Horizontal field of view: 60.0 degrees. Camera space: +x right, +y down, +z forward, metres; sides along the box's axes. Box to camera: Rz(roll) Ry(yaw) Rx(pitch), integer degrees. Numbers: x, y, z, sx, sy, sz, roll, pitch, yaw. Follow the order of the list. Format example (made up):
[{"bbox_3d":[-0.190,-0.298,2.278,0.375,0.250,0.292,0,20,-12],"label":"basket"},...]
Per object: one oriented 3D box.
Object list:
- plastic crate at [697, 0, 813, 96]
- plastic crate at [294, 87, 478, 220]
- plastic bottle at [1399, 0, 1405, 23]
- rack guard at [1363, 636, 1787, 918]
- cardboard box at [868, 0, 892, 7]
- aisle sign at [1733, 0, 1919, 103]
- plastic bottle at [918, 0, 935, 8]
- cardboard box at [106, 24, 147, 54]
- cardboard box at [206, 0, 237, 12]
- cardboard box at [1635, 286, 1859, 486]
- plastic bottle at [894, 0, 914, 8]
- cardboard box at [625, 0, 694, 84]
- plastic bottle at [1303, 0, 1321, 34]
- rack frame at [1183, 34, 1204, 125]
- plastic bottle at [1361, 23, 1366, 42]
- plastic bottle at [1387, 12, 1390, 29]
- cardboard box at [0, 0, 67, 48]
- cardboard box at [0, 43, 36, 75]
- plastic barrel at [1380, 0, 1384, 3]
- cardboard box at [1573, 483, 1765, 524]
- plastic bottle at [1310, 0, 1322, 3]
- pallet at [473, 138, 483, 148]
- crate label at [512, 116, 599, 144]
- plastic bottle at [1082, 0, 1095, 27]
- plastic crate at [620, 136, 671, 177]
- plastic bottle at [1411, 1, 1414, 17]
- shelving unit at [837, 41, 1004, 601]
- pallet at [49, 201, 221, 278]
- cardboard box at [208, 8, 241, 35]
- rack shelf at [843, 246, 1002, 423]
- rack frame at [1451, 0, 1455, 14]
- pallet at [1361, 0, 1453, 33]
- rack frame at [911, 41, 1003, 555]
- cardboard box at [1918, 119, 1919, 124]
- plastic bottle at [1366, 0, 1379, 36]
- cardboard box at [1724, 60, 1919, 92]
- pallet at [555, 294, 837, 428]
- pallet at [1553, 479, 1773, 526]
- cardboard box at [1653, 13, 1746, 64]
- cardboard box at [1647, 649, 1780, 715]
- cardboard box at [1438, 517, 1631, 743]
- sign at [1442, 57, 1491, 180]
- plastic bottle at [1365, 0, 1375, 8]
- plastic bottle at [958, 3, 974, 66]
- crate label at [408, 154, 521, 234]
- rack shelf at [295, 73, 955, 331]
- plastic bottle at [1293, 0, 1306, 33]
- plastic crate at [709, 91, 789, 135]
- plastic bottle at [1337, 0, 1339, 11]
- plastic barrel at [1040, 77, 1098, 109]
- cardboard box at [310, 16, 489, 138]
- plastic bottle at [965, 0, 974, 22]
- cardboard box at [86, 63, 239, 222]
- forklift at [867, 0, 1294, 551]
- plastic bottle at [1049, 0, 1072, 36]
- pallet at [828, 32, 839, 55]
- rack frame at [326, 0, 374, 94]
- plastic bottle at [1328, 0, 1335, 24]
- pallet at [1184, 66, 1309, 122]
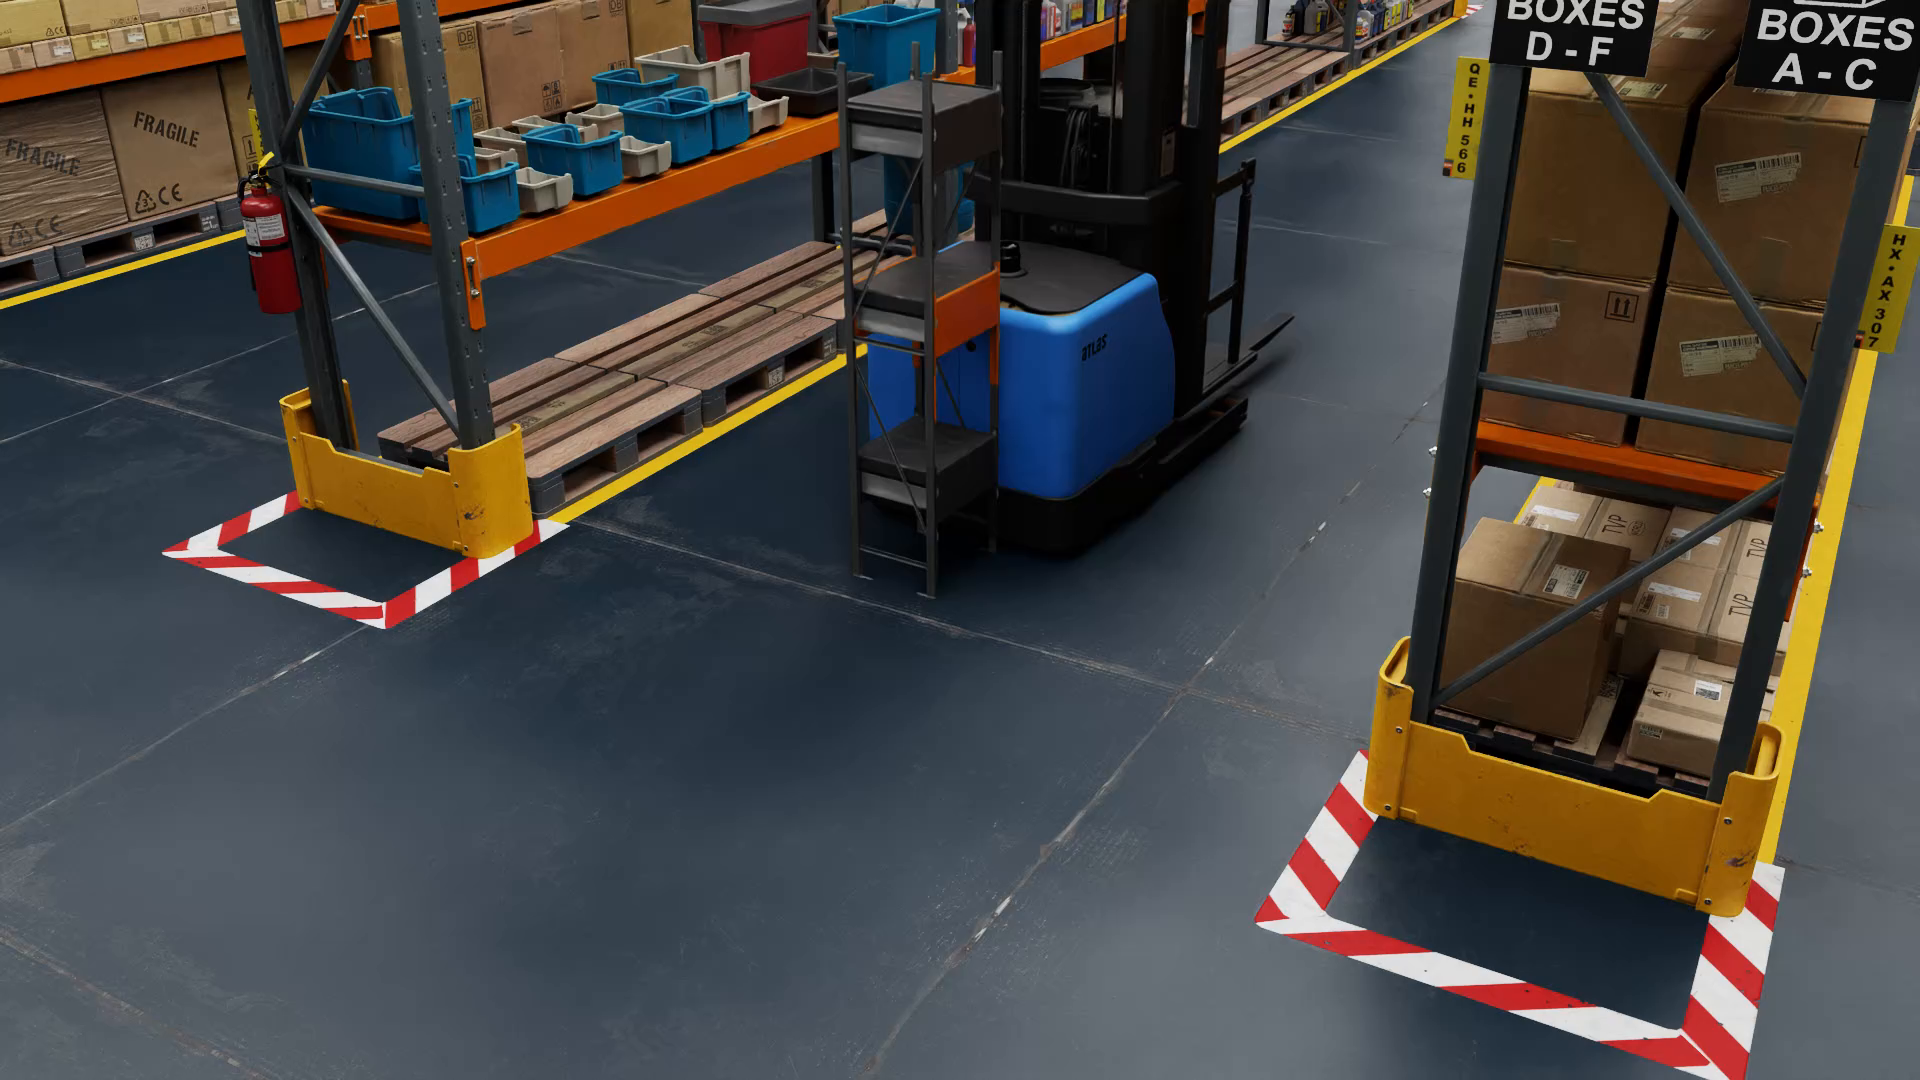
[{"bbox_3d":[-1.134,-2.778,9.310,0.402,0.464,0.583,14,30,26],"label":"plastic crate"},{"bbox_3d":[-2.442,-1.670,7.130,0.616,0.435,0.499,14,30,26],"label":"plastic crate"},{"bbox_3d":[4.689,-5.712,17.861,0.152,0.276,0.135,13,30,25],"label":"plastic bottle"},{"bbox_3d":[1.904,0.724,5.245,1.175,0.500,0.348,14,30,26],"label":"rack guard"},{"bbox_3d":[-1.174,-6.068,18.322,0.700,0.500,0.500,12,29,22],"label":"cardboard box"},{"bbox_3d":[2.089,-1.435,3.862,0.394,0.787,0.004,14,30,26],"label":"aisle sign"},{"bbox_3d":[-0.184,-3.392,10.729,0.144,0.351,0.185,14,30,26],"label":"plastic bottle"},{"bbox_3d":[-5.412,-3.203,10.577,0.380,0.149,0.250,15,30,27],"label":"cardboard box"},{"bbox_3d":[-5.030,-3.740,11.205,0.500,0.250,0.500,15,30,28],"label":"cardboard box"},{"bbox_3d":[2.314,-0.524,4.833,0.500,0.500,0.500,15,30,27],"label":"cardboard box"},{"bbox_3d":[-0.384,-3.327,10.683,0.152,0.276,0.135,14,30,26],"label":"plastic bottle"},{"bbox_3d":[-3.179,-4.638,15.069,1.225,0.875,0.875,13,29,24],"label":"cardboard box"},{"bbox_3d":[3.650,-5.428,17.210,0.144,0.351,0.185,14,30,26],"label":"plastic bottle"},{"bbox_3d":[1.491,-4.574,13.036,1.000,3.000,0.127,14,30,26],"label":"rack frame"},{"bbox_3d":[4.047,-5.145,16.813,0.097,0.201,0.097,0,27,0],"label":"plastic bottle"},{"bbox_3d":[4.470,-5.480,17.481,0.097,0.201,0.097,0,27,0],"label":"plastic bottle"},{"bbox_3d":[-5.785,-3.140,10.006,0.500,0.250,0.500,13,29,24],"label":"cardboard box"},{"bbox_3d":[-5.791,-2.901,9.975,0.380,0.149,0.250,14,30,25],"label":"cardboard box"},{"bbox_3d":[4.923,-6.298,18.791,0.421,0.512,0.421,0,27,0],"label":"plastic barrel"},{"bbox_3d":[2.914,-0.270,6.736,0.797,0.503,0.637,14,30,26],"label":"cardboard box"},{"bbox_3d":[3.778,-5.660,17.674,0.144,0.351,0.185,14,30,26],"label":"plastic bottle"},{"bbox_3d":[-4.475,-3.176,13.359,1.003,0.211,1.213,14,30,26],"label":"pallet"},{"bbox_3d":[-1.930,-1.946,8.015,0.396,0.136,0.243,14,30,26],"label":"crate label"},{"bbox_3d":[0.830,-3.678,11.302,0.144,0.351,0.185,14,30,26],"label":"plastic bottle"},{"bbox_3d":[-1.473,-1.760,7.642,0.250,0.136,0.298,14,30,26],"label":"plastic crate"},{"bbox_3d":[4.905,-5.825,18.170,0.097,0.201,0.097,0,27,0],"label":"plastic bottle"},{"bbox_3d":[-0.143,-0.833,6.568,0.431,2.100,0.503,15,30,28],"label":"shelving unit"},{"bbox_3d":[-5.830,-2.102,11.214,1.003,0.211,1.213,14,30,26],"label":"pallet"},{"bbox_3d":[-5.033,-3.502,11.175,0.380,0.149,0.250,15,30,27],"label":"cardboard box"},{"bbox_3d":[-0.143,-0.821,6.574,0.431,0.518,0.480,15,30,28],"label":"rack shelf"},{"bbox_3d":[5.427,-7.692,19.265,1.000,3.000,0.127,14,30,26],"label":"rack frame"},{"bbox_3d":[5.026,-6.089,19.179,1.003,0.211,1.213,14,30,26],"label":"pallet"},{"bbox_3d":[-0.015,-0.926,6.754,0.400,2.100,0.015,15,30,28],"label":"rack frame"},{"bbox_3d":[4.262,-2.291,7.894,0.700,0.500,0.500,4,27,9],"label":"cardboard box"},{"bbox_3d":[4.217,-5.368,17.091,0.144,0.351,0.185,15,30,27],"label":"plastic bottle"},{"bbox_3d":[2.565,-1.176,5.020,0.500,0.500,0.500,15,30,27],"label":"cardboard box"},{"bbox_3d":[-1.404,-0.996,9.003,1.003,0.211,1.213,14,30,26],"label":"pallet"},{"bbox_3d":[2.896,0.069,6.877,1.003,0.211,1.213,14,30,26],"label":"pallet"},{"bbox_3d":[2.345,-1.490,5.647,0.500,0.500,0.500,15,30,27],"label":"cardboard box"},{"bbox_3d":[2.495,0.521,5.531,0.380,0.166,0.250,14,30,26],"label":"cardboard box"},{"bbox_3d":[1.919,0.291,5.619,0.500,0.500,0.500,14,30,26],"label":"cardboard box"},{"bbox_3d":[1.393,-1.153,4.556,0.100,0.325,0.005,14,30,26],"label":"sign"},{"bbox_3d":[4.378,-5.597,17.631,0.152,0.276,0.135,14,30,26],"label":"plastic bottle"},{"bbox_3d":[-0.001,-3.075,10.096,0.144,0.351,0.185,14,30,26],"label":"plastic bottle"},{"bbox_3d":[-2.036,-1.432,6.879,0.416,0.233,0.303,14,30,26],"label":"crate label"},{"bbox_3d":[-1.460,-1.914,8.526,1.077,0.370,4.000,14,30,26],"label":"rack shelf"},{"bbox_3d":[3.525,-5.459,17.273,0.144,0.351,0.185,13,30,25],"label":"plastic bottle"},{"bbox_3d":[-1.071,-2.179,8.480,0.293,0.136,0.466,14,30,26],"label":"plastic crate"},{"bbox_3d":[4.136,-5.952,18.331,0.061,0.283,0.133,15,30,27],"label":"plastic bottle"},{"bbox_3d":[0.710,-3.049,12.214,0.600,0.588,0.708,14,30,26],"label":"plastic barrel"},{"bbox_3d":[-4.491,-3.597,12.990,1.225,0.875,0.875,14,30,26],"label":"cardboard box"},{"bbox_3d":[0.048,-3.553,11.141,0.097,0.271,0.097,0,27,0],"label":"plastic bottle"},{"bbox_3d":[-5.626,-2.753,11.303,0.875,0.875,0.875,14,30,26],"label":"cardboard box"},{"bbox_3d":[0.787,-1.881,7.733,1.130,2.935,3.031,15,30,28],"label":"forklift"},{"bbox_3d":[0.652,-3.507,11.044,0.152,0.276,0.135,14,30,26],"label":"plastic bottle"},{"bbox_3d":[-1.834,-5.196,17.393,1.003,0.211,1.213,14,30,26],"label":"pallet"},{"bbox_3d":[-4.789,-4.106,12.101,1.000,3.000,0.127,14,30,26],"label":"rack frame"},{"bbox_3d":[3.955,-5.669,17.767,0.061,0.283,0.133,14,30,26],"label":"plastic bottle"},{"bbox_3d":[2.507,-4.094,15.193,1.003,0.211,1.213,14,30,26],"label":"pallet"}]
